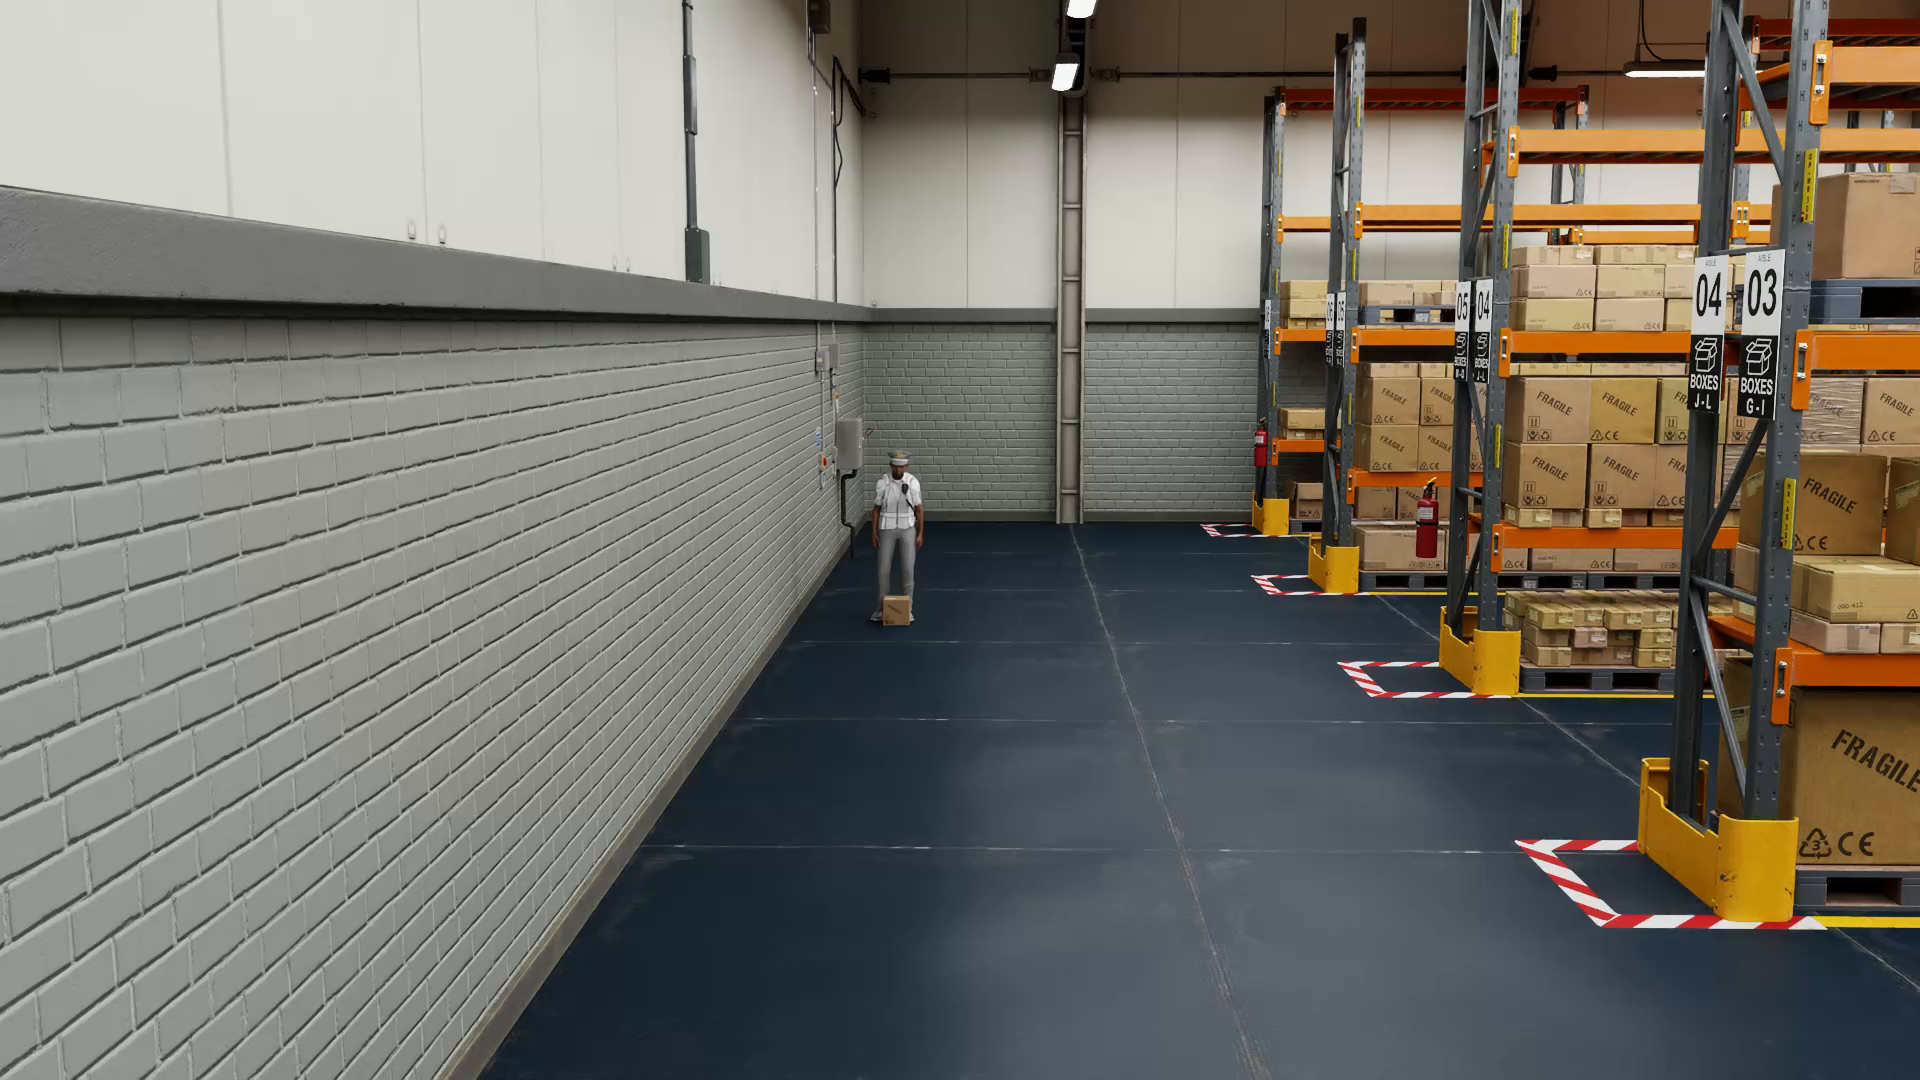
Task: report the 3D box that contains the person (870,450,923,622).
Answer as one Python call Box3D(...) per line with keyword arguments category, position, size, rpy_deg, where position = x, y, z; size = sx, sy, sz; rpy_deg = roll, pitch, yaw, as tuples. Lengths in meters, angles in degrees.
Box3D(category="person", position=(-0.615, -0.047, 16.148), size=(0.517, 1.657, 0.417), rpy_deg=(0, 7, 0))
